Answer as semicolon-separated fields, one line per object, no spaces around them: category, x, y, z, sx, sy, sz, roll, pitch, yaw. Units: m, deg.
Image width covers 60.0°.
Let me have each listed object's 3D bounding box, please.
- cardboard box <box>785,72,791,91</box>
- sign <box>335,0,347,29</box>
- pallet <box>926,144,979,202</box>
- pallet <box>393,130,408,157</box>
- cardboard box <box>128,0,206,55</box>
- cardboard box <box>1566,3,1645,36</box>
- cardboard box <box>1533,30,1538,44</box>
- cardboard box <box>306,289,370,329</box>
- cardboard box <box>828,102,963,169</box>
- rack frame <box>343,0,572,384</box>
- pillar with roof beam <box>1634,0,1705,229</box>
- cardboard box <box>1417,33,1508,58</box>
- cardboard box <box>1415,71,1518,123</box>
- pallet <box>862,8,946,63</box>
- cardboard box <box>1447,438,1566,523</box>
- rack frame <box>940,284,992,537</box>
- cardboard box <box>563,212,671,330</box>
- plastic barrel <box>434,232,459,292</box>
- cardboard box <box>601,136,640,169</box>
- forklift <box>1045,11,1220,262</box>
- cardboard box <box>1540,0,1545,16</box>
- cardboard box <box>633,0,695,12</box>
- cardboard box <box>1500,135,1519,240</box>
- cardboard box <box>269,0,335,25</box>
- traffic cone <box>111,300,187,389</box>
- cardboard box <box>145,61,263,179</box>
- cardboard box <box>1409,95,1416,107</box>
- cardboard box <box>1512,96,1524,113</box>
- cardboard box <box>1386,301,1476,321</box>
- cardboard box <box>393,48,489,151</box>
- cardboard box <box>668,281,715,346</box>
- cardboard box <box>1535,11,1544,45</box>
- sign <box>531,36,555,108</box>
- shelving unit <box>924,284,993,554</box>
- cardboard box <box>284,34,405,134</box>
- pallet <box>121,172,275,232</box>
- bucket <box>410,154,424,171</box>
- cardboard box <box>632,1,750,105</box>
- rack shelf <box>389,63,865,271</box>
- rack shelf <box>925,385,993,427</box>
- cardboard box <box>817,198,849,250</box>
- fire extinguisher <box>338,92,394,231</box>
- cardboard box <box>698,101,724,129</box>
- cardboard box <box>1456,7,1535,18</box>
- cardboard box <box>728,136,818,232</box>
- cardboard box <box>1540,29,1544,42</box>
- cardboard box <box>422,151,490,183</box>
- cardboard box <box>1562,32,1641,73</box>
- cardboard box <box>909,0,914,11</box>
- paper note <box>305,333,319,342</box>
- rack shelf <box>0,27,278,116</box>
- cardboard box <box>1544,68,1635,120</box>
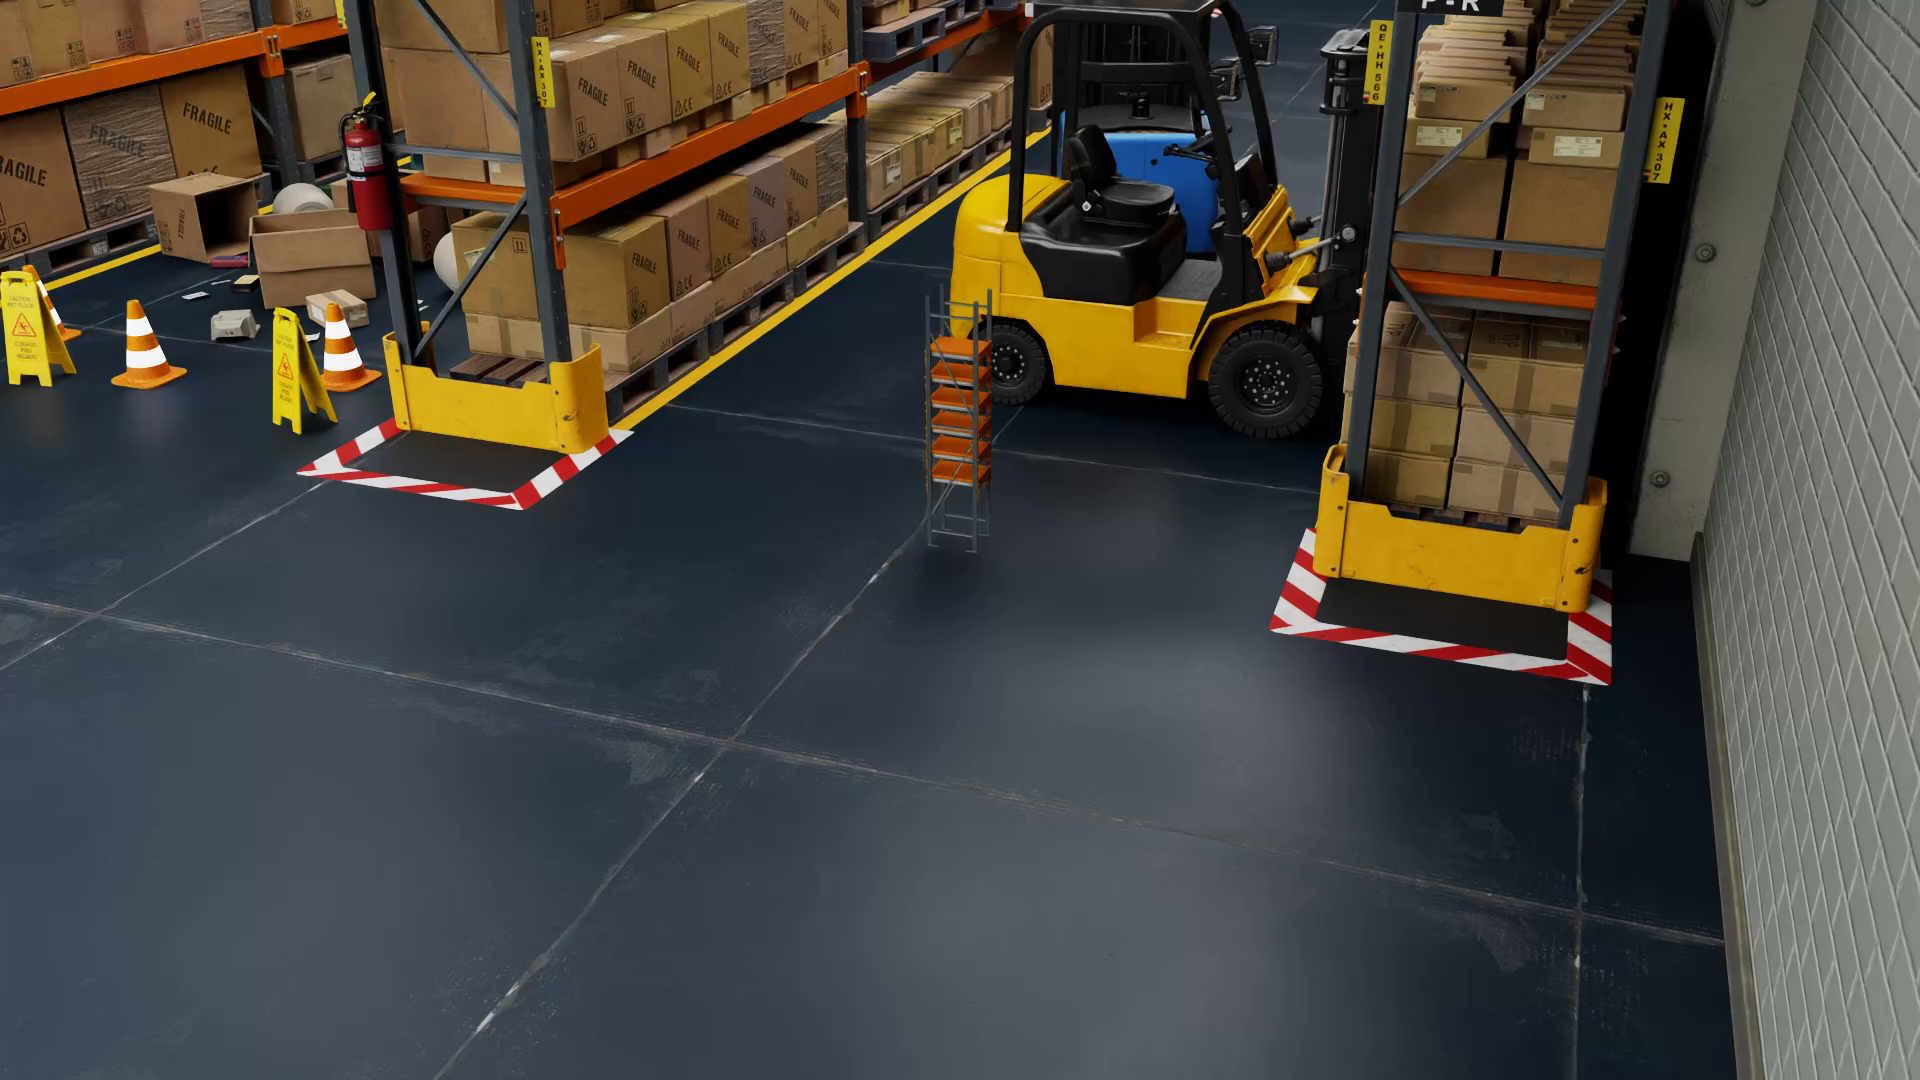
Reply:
cardboard box;-1.319;-2.968;10.727;0.380;0.149;0.250;8;27;17
sign;-3.014;-2.666;8.122;0.100;0.325;0.005;9;27;17
pallet;-0.504;-3.125;13.963;1.003;0.211;1.213;9;27;17
pallet;-5.278;-3.809;15.376;1.003;0.211;1.213;9;27;17
cardboard box;-6.141;-3.918;12.229;0.875;0.550;0.550;9;27;17
cardboard box;3.367;-2.711;8.707;0.380;0.149;0.250;8;27;17
cardboard box;3.122;-2.739;9.851;0.500;0.500;0.500;8;27;16
cardboard box;-3.966;-1.462;10.598;0.250;0.149;0.380;-20;33;-36
cardboard box;-0.528;-3.361;13.784;0.950;0.372;0.625;10;27;19
rack frame;-2.497;-1.913;8.260;1.000;3.000;0.127;9;27;17
pillar with roof beam;1.203;-7.141;12.172;9.100;9.000;0.400;9;27;17
cardboard box;2.355;-2.276;7.808;0.380;0.149;0.250;9;27;19
cardboard box;2.105;-1.844;6.915;0.380;0.149;0.250;9;27;18
pallet;-0.775;-3.764;12.302;1.003;0.211;1.213;9;27;17
cardboard box;2.533;-0.320;7.642;0.500;0.250;0.500;9;27;18
rack frame;0.026;-0.572;7.554;0.240;1.200;0.006;9;27;17
cardboard box;-1.961;-1.504;9.226;0.500;0.500;0.500;8;27;16
plastic barrel;-3.238;-1.822;11.028;0.421;0.421;0.512;-14;29;-27
cardboard box;-1.954;-2.113;8.960;0.380;0.149;0.250;8;27;16
forklift;1.192;-3.596;11.813;1.130;2.935;3.031;0;26;0
cardboard box;3.145;-3.099;9.507;0.380;0.149;0.250;9;27;18
cardboard box;-1.988;-3.400;9.727;0.700;0.500;0.500;9;27;17
cardboard box;2.764;-1.621;7.541;0.500;0.500;0.500;10;27;19
cardboard box;-5.439;-4.456;13.396;0.500;0.500;0.500;9;27;18
traffic cone;-4.731;-1.157;9.608;0.336;0.463;0.334;9;27;17
cardboard box;-6.143;-3.218;12.910;0.875;0.875;0.875;9;27;18
cardboard box;2.093;-1.825;7.217;0.380;0.149;0.250;9;27;18
cardboard box;2.452;-1.903;8.123;0.500;0.500;0.500;8;27;16
cardboard box;2.208;-1.042;7.985;0.500;0.250;0.500;9;27;18
cardboard box;-2.576;-2.355;8.716;0.500;0.500;0.500;8;27;17
cardboard box;-1.791;-1.365;9.800;0.500;0.250;0.500;10;27;19
cardboard box;3.438;-3.235;10.588;0.500;0.250;0.500;8;27;16
sign;-1.986;-2.224;7.909;0.100;0.325;0.005;9;27;17
shelving unit;-0.005;-0.534;7.476;0.258;1.200;0.189;9;27;17
cardboard box;-5.421;-4.074;14.822;1.050;0.750;0.750;9;27;17
pallet;-6.195;-2.677;13.037;1.003;0.211;1.213;9;27;17
bucket;-3.739;-3.054;12.628;0.726;0.611;0.620;20;22;35
cardboard box;-1.579;-2.880;9.800;0.500;0.500;0.500;8;27;16
rack shelf;-1.832;-2.412;10.114;1.077;0.370;4.000;9;27;17
rack shelf;-0.005;-0.602;7.443;0.258;0.103;0.180;9;27;17
cardboard box;-1.109;-2.227;11.580;0.500;0.250;0.500;10;28;20
fire extinguisher;-2.970;-1.898;8.318;0.296;0.674;0.183;9;27;17
cardboard box;-1.624;-2.543;9.849;0.380;0.149;0.250;8;27;16
cardboard box;2.776;-2.681;8.645;0.380;0.149;0.250;9;27;17
cardboard box;-1.278;-2.355;10.984;0.500;0.500;0.500;9;27;18
cardboard box;3.793;-3.423;11.551;0.500;0.250;0.500;9;27;18
cardboard box;-2.575;-1.985;8.696;0.380;0.149;0.250;10;27;19
cardboard box;3.032;-2.291;7.840;0.380;0.149;0.250;8;27;16
cardboard box;-0.571;-4.043;12.465;0.380;0.149;0.250;11;28;21
paper note;-4.060;-1.254;10.305;0.148;0.019;0.142;0;26;-1
rack shelf;-6.533;-3.088;11.511;1.077;0.370;4.000;9;27;17
cardboard box;2.645;-1.873;6.976;0.380;0.149;0.250;10;27;19
